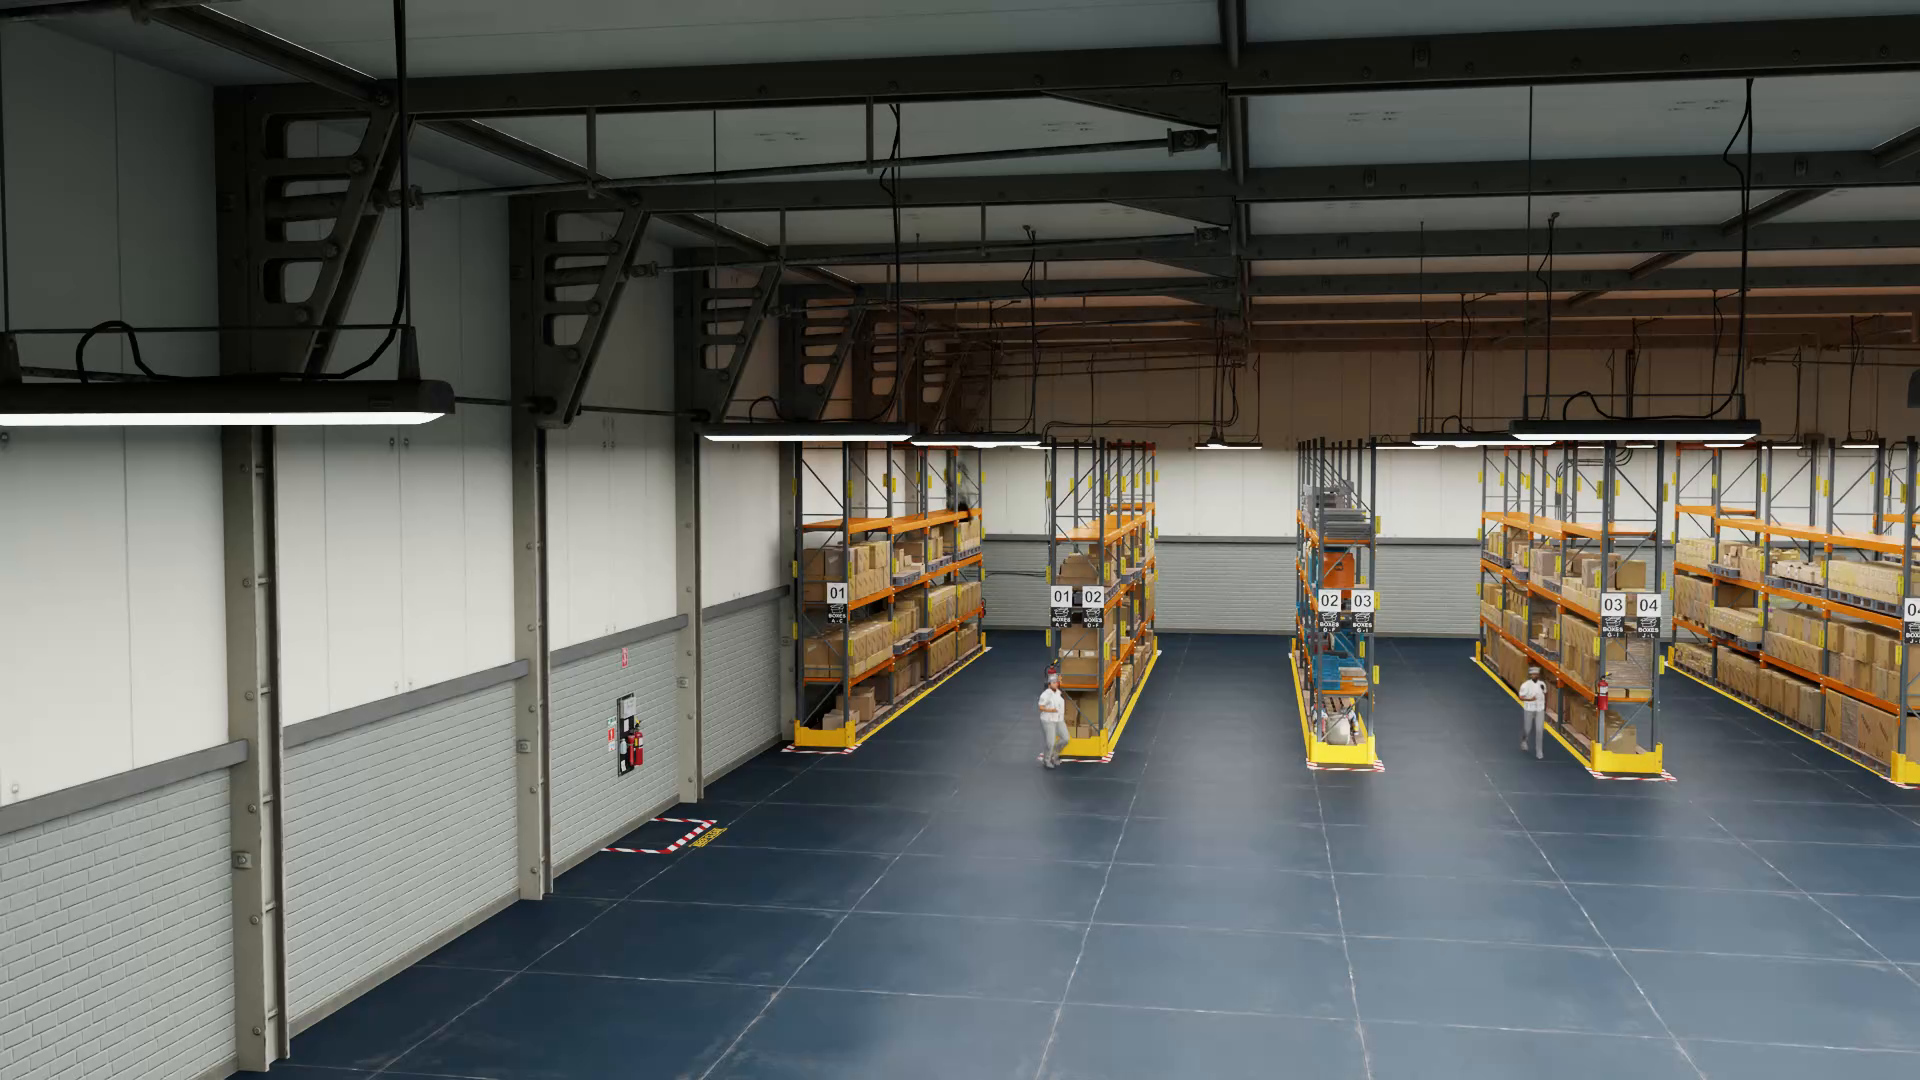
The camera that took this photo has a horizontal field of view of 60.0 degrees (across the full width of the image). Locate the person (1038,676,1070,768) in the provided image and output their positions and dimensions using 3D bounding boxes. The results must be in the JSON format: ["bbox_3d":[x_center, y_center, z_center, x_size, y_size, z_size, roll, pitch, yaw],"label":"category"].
[{"bbox_3d":[1.732,3.319,30.210,0.620,1.652,0.536,-2,4,-39],"label":"person"}]

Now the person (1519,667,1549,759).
[{"bbox_3d":[10.801,3.207,31.280,0.582,1.676,0.925,0,3,6],"label":"person"}]

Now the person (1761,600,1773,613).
[{"bbox_3d":[21.971,2.454,45.433,0.771,1.836,0.661,1,3,13],"label":"person"}]
